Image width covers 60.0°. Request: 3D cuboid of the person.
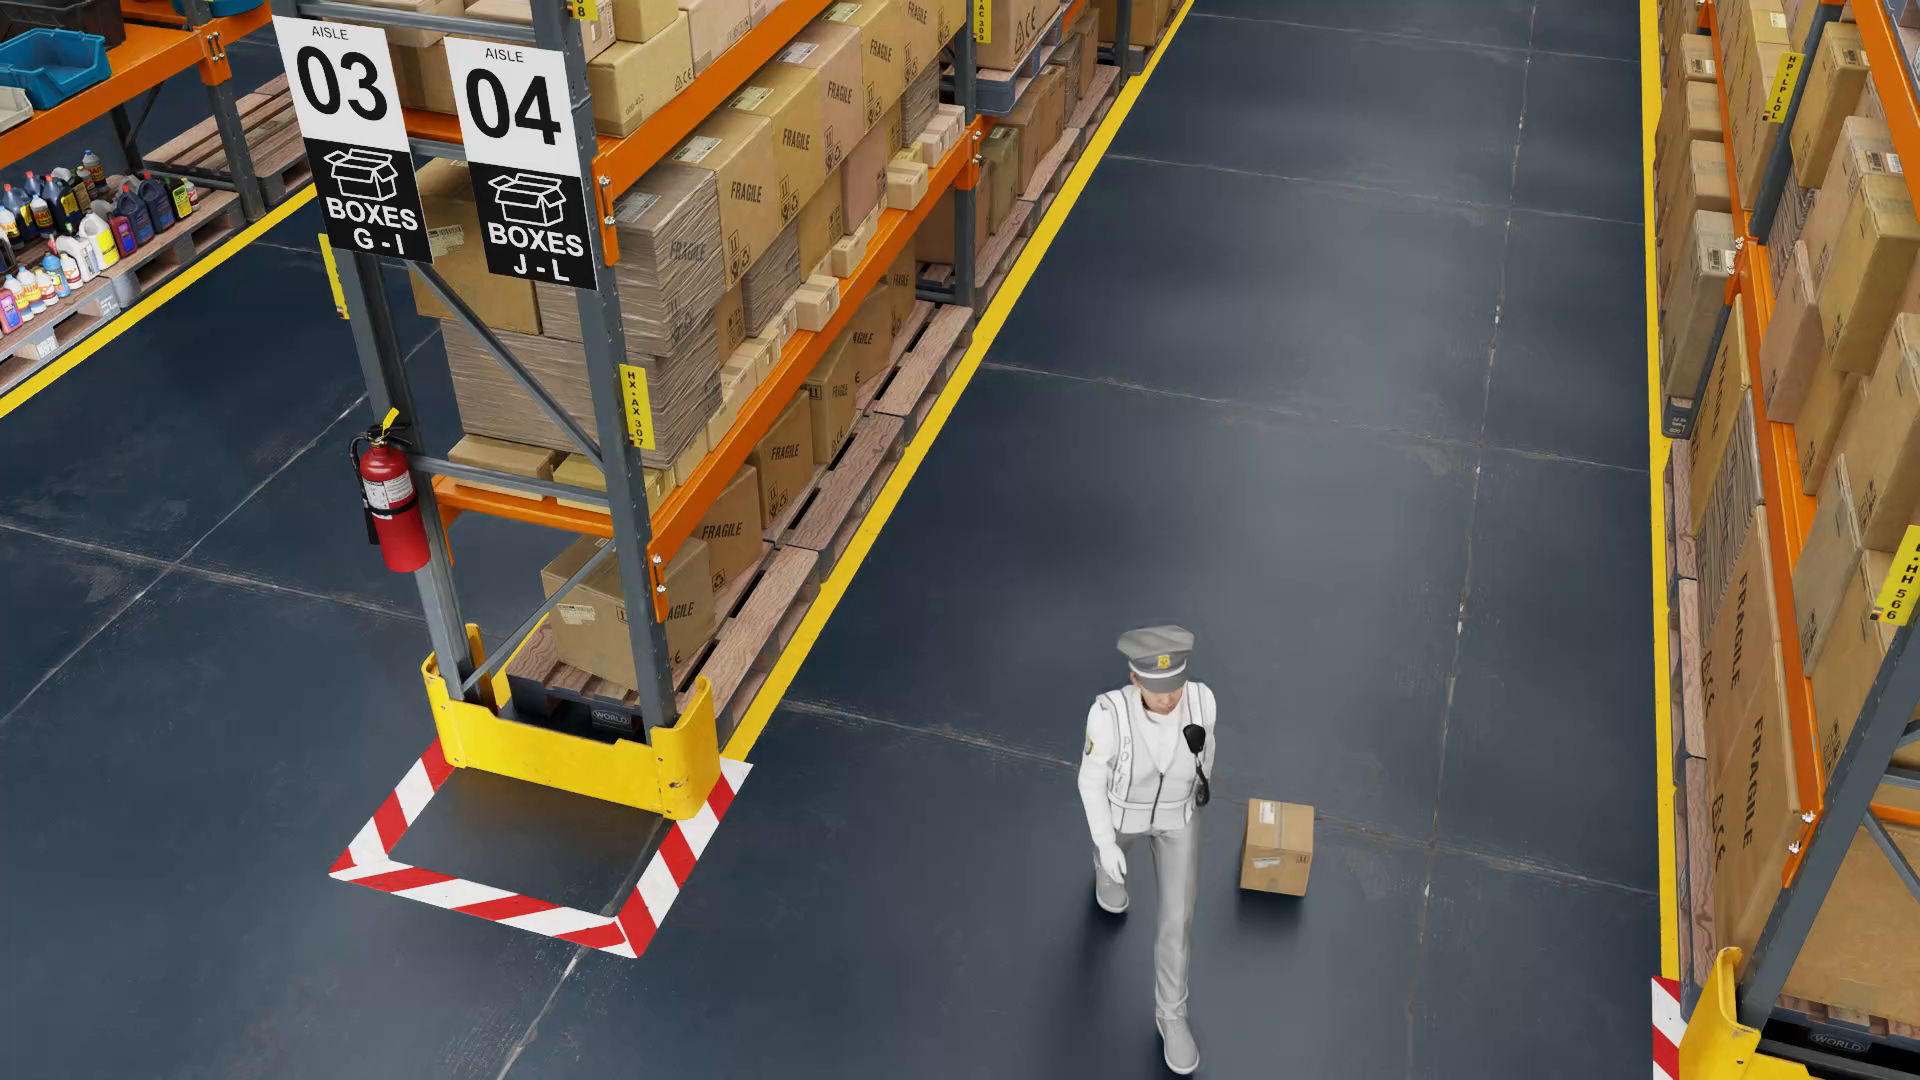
[{"bbox_3d":[0.631,0.923,5.641,0.481,1.609,1.016,-1,37,-2],"label":"person"}]
